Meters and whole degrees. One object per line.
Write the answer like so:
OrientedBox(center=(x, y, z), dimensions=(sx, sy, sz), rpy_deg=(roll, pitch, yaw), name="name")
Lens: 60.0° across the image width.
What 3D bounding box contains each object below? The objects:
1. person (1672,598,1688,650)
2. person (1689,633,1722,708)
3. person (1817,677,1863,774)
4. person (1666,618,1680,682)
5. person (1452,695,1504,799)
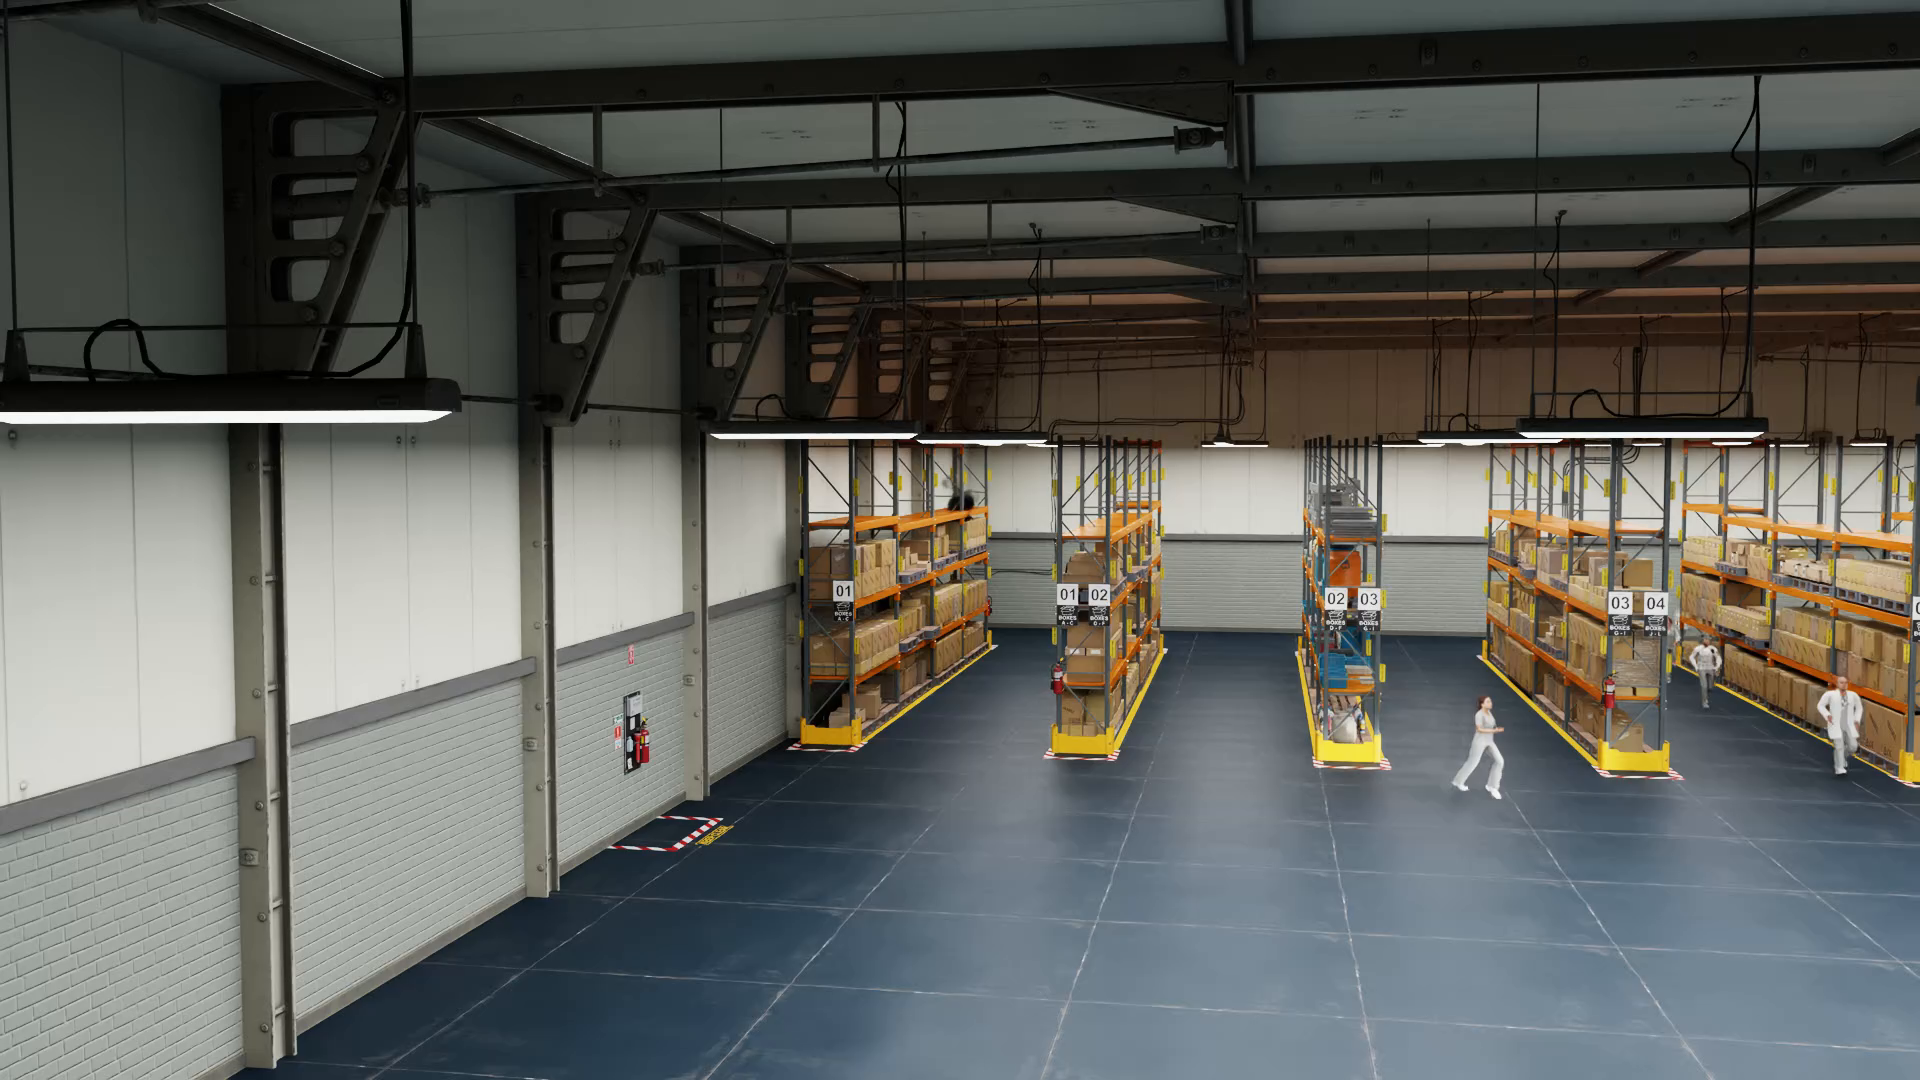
OrientedBox(center=(19.724, 2.413, 45.514), dimensions=(0.538, 1.727, 0.714), rpy_deg=(0, 3, 2), name="person")
OrientedBox(center=(16.578, 2.887, 36.980), dimensions=(0.654, 1.652, 0.698), rpy_deg=(1, 3, 13), name="person")
OrientedBox(center=(15.524, 3.276, 29.323), dimensions=(0.750, 1.743, 0.632), rpy_deg=(1, 3, 12), name="person")
OrientedBox(center=(17.604, 2.720, 41.323), dimensions=(0.533, 1.571, 0.697), rpy_deg=(1, 3, 15), name="person")
OrientedBox(center=(8.623, 3.400, 27.531), dimensions=(0.570, 1.707, 0.881), rpy_deg=(-3, 4, -41), name="person")
